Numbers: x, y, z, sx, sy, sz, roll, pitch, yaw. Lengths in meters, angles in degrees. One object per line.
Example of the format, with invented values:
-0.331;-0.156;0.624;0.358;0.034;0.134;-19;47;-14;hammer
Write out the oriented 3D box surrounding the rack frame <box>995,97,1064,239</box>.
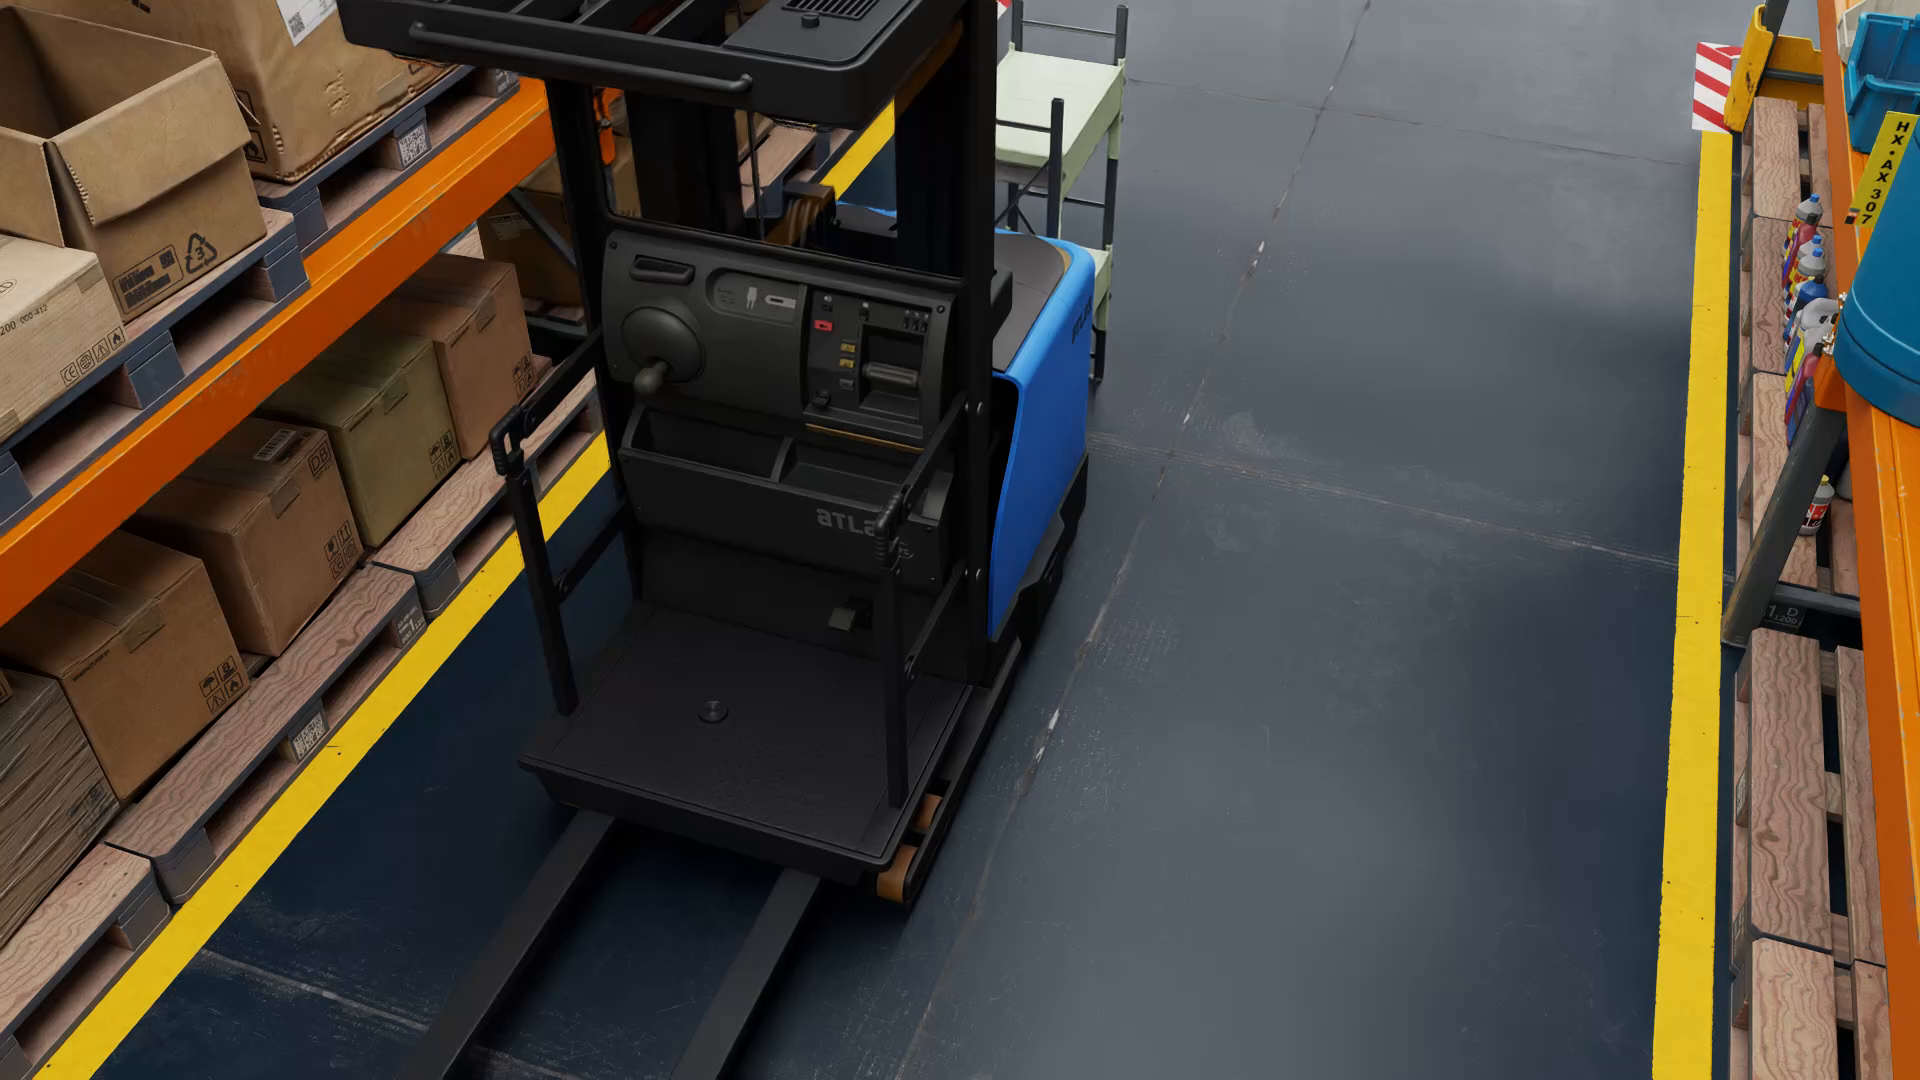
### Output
0.121;-0.791;5.522;0.400;1.500;0.023;13;42;15;rack frame

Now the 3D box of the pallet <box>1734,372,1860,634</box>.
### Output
3.207;-0.070;5.669;1.003;0.211;1.213;13;42;15;pallet

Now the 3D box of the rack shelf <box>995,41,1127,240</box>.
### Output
0.244;-1.312;5.531;0.431;0.370;0.720;13;42;15;rack shelf

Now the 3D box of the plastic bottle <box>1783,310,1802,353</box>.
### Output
3.138;-0.780;6.171;0.097;0.201;0.097;0;40;0;plastic bottle

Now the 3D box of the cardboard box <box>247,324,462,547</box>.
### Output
-2.127;-0.390;5.483;0.700;0.500;0.500;13;42;15;cardboard box

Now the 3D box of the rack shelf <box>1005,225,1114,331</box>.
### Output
0.244;-0.767;5.996;0.431;0.370;0.720;13;42;15;rack shelf

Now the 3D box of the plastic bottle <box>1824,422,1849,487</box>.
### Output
2.888;-0.347;5.547;0.144;0.351;0.185;12;42;14;plastic bottle

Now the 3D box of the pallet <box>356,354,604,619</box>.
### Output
-1.981;-0.294;5.932;1.003;0.211;1.213;13;42;15;pallet

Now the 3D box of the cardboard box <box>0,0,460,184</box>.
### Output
-2.119;-1.764;4.721;1.000;1.000;1.000;14;42;15;cardboard box

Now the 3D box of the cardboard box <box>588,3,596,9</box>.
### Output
-1.360;-1.798;5.740;0.380;0.149;0.250;13;42;15;cardboard box

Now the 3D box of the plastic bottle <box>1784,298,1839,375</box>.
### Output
3.123;-0.731;6.055;0.152;0.276;0.135;14;42;16;plastic bottle

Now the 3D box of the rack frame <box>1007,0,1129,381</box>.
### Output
0.368;-1.239;6.046;0.400;1.500;0.023;13;42;15;rack frame

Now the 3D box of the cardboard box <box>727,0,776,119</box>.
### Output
-0.982;-2.351;7.797;0.500;0.500;0.500;17;43;19;cardboard box

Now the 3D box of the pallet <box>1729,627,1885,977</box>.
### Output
2.706;0.818;4.629;1.003;0.211;1.213;13;42;15;pallet

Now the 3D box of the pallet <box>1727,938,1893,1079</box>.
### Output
2.291;1.565;3.753;1.003;0.211;1.213;13;42;15;pallet

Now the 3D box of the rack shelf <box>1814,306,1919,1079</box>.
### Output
2.254;0.763;3.099;1.077;0.370;4.000;13;42;15;rack shelf

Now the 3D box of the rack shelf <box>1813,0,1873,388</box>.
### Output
3.622;-1.677;5.958;1.077;0.370;4.000;13;42;15;rack shelf

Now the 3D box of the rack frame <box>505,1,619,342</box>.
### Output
-1.716;-1.830;5.583;1.000;3.000;0.127;13;42;15;rack frame

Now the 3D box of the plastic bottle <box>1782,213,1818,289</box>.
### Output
3.299;-1.133;6.521;0.061;0.283;0.133;14;42;16;plastic bottle

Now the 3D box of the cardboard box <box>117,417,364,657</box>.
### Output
-2.318;-0.048;5.082;0.700;0.500;0.500;10;41;11;cardboard box

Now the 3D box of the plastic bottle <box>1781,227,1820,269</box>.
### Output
3.358;-1.173;6.631;0.097;0.201;0.097;0;40;0;plastic bottle

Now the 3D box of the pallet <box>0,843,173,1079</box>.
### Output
-2.815;1.195;4.187;1.003;0.211;1.213;13;42;15;pallet

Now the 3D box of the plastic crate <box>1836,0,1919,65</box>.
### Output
3.255;-1.677;5.607;0.530;0.136;0.437;13;42;15;plastic crate

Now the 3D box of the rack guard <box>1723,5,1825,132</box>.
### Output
4.324;-2.162;7.899;1.175;0.500;0.348;13;42;15;rack guard

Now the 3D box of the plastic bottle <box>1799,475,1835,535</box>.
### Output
2.769;-0.124;5.401;0.097;0.201;0.097;0;40;0;plastic bottle

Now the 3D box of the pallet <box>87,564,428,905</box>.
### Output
-2.397;0.453;5.056;1.003;0.211;1.213;13;42;15;pallet

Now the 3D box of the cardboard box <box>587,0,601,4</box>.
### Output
-1.504;-2.242;5.760;0.875;0.500;0.500;13;42;15;cardboard box

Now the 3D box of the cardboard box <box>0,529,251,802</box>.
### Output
-2.509;0.292;4.684;0.700;0.500;0.500;17;43;19;cardboard box

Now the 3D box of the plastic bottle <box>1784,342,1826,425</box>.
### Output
2.970;-0.547;5.834;0.061;0.283;0.133;16;43;18;plastic bottle

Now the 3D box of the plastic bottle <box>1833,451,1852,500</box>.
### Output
3.023;-0.315;5.510;0.144;0.351;0.185;13;42;15;plastic bottle

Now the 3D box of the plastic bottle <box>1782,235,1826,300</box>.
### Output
3.276;-1.054;6.437;0.097;0.271;0.097;0;40;0;plastic bottle

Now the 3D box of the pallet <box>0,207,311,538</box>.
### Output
-2.446;-0.533;4.212;1.003;0.211;1.213;13;42;15;pallet

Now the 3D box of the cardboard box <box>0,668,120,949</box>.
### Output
-2.696;0.639;4.276;0.700;0.500;0.500;10;41;12;cardboard box

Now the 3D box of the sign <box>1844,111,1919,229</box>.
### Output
2.425;-0.964;4.356;0.100;0.325;0.005;13;42;15;sign

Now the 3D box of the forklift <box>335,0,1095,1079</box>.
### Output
-0.538;-0.423;3.988;1.130;2.935;3.031;13;42;15;forklift

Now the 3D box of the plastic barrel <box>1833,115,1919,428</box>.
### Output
2.521;-0.753;3.935;0.600;0.901;0.708;13;42;15;plastic barrel

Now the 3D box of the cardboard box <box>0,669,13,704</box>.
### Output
-2.711;0.367;4.018;0.500;0.250;0.500;18;44;20;cardboard box

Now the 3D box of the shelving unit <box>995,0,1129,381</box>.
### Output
0.244;-1.015;5.784;0.431;1.500;0.755;13;42;15;shelving unit

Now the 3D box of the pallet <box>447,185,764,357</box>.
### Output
-1.520;-1.186;6.978;1.003;0.211;1.213;13;42;15;pallet

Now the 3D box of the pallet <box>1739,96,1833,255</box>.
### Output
4.041;-1.558;7.414;1.003;0.211;1.213;13;42;15;pallet

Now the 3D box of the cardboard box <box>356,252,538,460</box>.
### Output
-1.946;-0.676;5.819;0.700;0.500;0.500;10;42;12;cardboard box

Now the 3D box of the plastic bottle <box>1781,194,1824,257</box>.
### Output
3.393;-1.263;6.682;0.097;0.271;0.097;0;40;0;plastic bottle

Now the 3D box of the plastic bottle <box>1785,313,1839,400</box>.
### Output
3.064;-0.661;5.915;0.144;0.351;0.185;13;42;15;plastic bottle

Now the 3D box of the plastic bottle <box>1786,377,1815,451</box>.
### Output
2.953;-0.464;5.684;0.144;0.351;0.185;11;42;13;plastic bottle

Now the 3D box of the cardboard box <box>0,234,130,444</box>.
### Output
-2.295;-0.464;3.775;0.500;0.250;0.500;12;42;14;cardboard box

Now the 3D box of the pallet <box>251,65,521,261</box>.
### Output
-2.114;-1.323;5.137;1.003;0.211;1.213;13;42;15;pallet

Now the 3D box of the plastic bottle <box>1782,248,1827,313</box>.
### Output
3.242;-0.993;6.366;0.097;0.271;0.097;0;40;0;plastic bottle

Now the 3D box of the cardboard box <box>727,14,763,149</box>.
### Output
-1.215;-2.021;7.410;0.500;0.500;0.500;10;41;11;cardboard box

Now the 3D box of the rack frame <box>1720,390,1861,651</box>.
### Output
2.938;-0.730;4.295;1.000;3.000;0.127;13;42;15;rack frame

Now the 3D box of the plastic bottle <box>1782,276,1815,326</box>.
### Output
3.208;-0.906;6.318;0.097;0.201;0.097;0;40;0;plastic bottle

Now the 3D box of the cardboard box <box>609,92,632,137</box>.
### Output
-1.353;-1.625;6.945;0.500;0.500;0.500;27;47;28;cardboard box

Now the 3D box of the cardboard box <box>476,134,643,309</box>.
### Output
-1.542;-1.274;6.534;0.500;0.500;0.500;12;42;14;cardboard box

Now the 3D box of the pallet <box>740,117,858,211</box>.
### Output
-1.104;-1.933;7.853;1.003;0.211;1.213;13;42;15;pallet

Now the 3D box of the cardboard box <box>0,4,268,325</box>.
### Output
-2.222;-0.951;4.150;0.797;0.503;0.637;18;43;19;cardboard box

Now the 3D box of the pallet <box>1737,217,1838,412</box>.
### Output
3.623;-0.817;6.544;1.003;0.211;1.213;13;42;15;pallet

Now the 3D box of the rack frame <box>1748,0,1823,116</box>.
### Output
4.306;-3.170;7.155;1.000;3.000;0.127;13;42;15;rack frame

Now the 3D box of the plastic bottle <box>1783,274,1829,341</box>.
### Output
3.172;-0.869;6.221;0.097;0.271;0.097;0;40;0;plastic bottle

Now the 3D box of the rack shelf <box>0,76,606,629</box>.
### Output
-2.400;-0.336;4.387;1.077;0.370;4.000;13;42;15;rack shelf

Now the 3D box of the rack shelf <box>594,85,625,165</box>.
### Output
-1.032;-2.776;7.247;1.077;0.370;4.000;13;42;15;rack shelf

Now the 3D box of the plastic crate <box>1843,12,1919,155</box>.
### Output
3.062;-1.409;5.205;0.499;0.251;0.616;13;42;15;plastic crate
